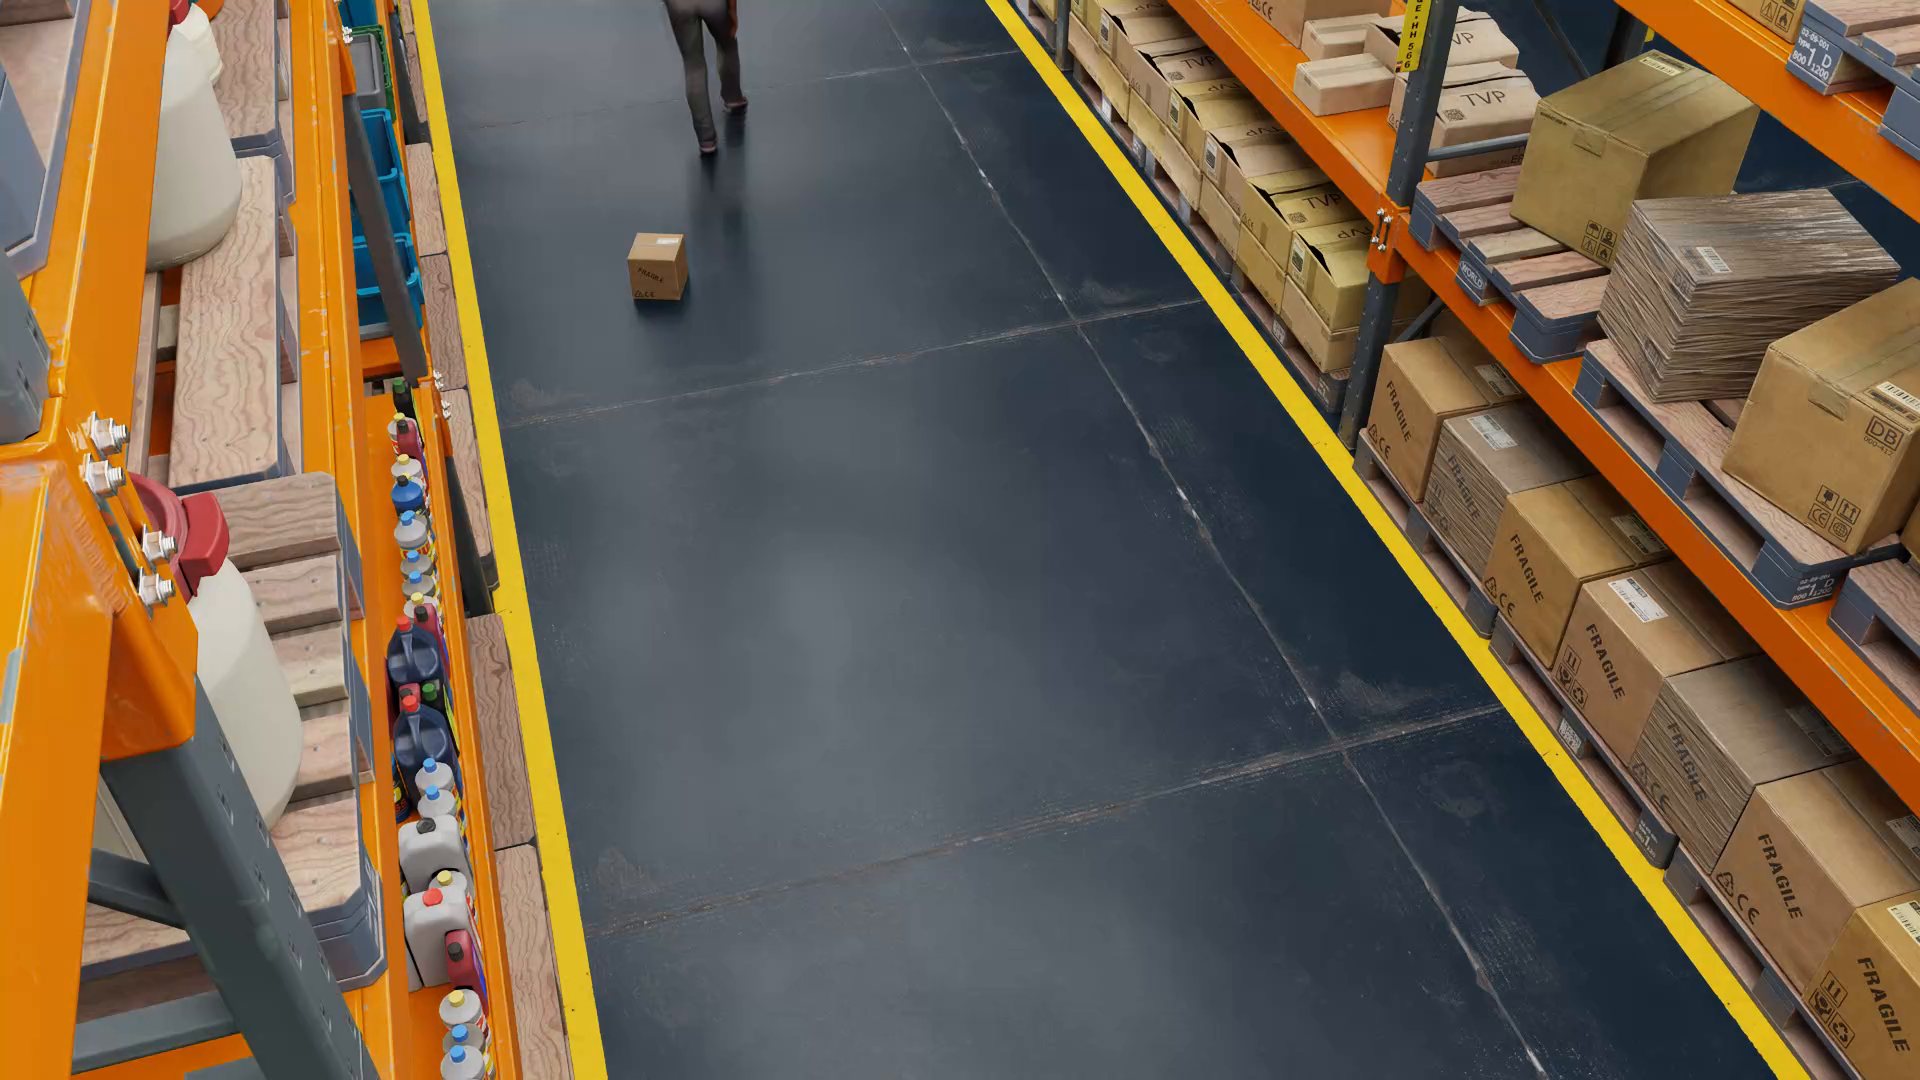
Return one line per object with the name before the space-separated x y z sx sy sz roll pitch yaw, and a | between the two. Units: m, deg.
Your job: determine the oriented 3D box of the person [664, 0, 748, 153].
person | -1.507 -3.107 9.562 0.467 1.673 0.782 -4 43 -4
